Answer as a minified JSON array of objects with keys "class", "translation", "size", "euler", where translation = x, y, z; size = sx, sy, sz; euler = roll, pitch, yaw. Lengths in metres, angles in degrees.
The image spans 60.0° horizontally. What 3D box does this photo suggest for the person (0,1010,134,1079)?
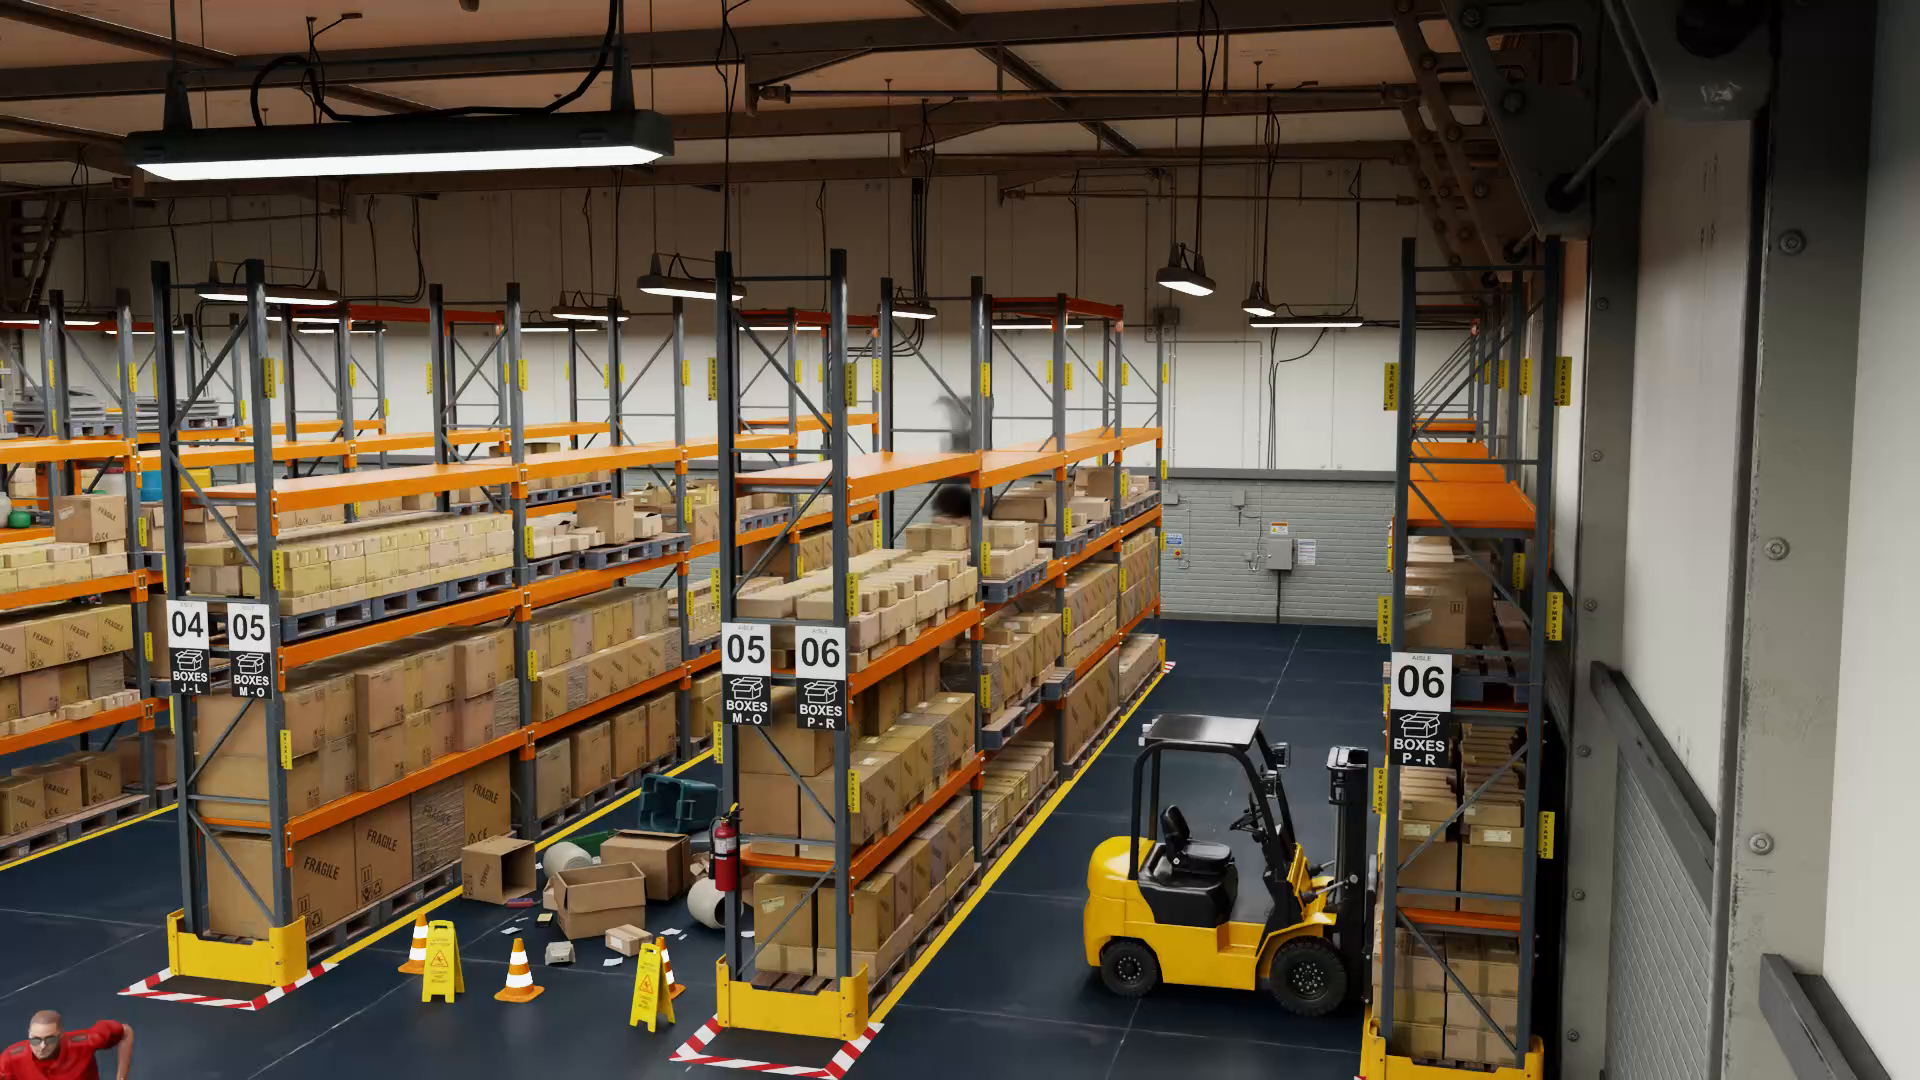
[{"class":"person","translation":[-5.101,3.388,9.540],"size":[0.707,1.696,0.980],"euler":[-2,6,-17]}]
